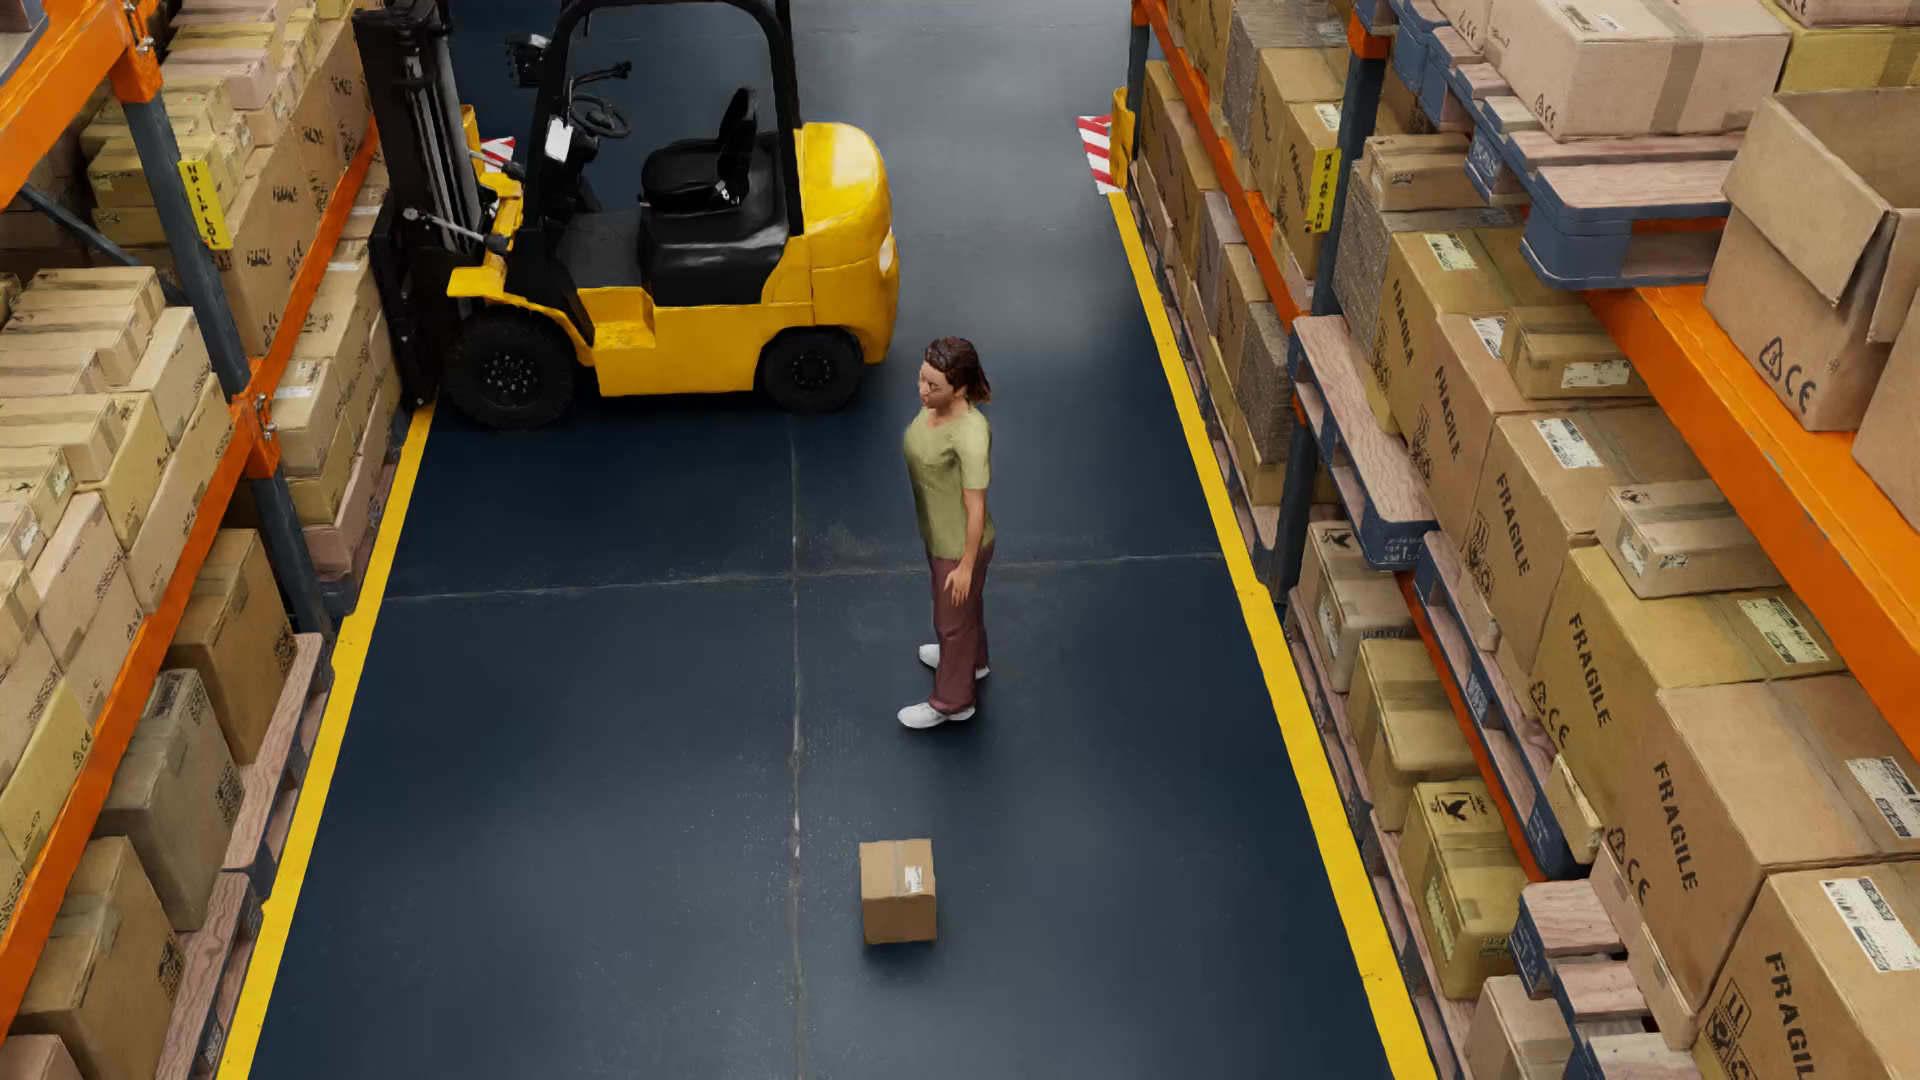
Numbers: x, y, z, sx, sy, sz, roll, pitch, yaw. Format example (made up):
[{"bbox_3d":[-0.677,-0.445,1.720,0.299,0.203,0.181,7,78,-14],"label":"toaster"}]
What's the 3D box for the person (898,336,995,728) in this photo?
[{"bbox_3d":[-0.058,-0.010,6.136,0.441,1.677,0.584,-12,41,-14],"label":"person"}]
